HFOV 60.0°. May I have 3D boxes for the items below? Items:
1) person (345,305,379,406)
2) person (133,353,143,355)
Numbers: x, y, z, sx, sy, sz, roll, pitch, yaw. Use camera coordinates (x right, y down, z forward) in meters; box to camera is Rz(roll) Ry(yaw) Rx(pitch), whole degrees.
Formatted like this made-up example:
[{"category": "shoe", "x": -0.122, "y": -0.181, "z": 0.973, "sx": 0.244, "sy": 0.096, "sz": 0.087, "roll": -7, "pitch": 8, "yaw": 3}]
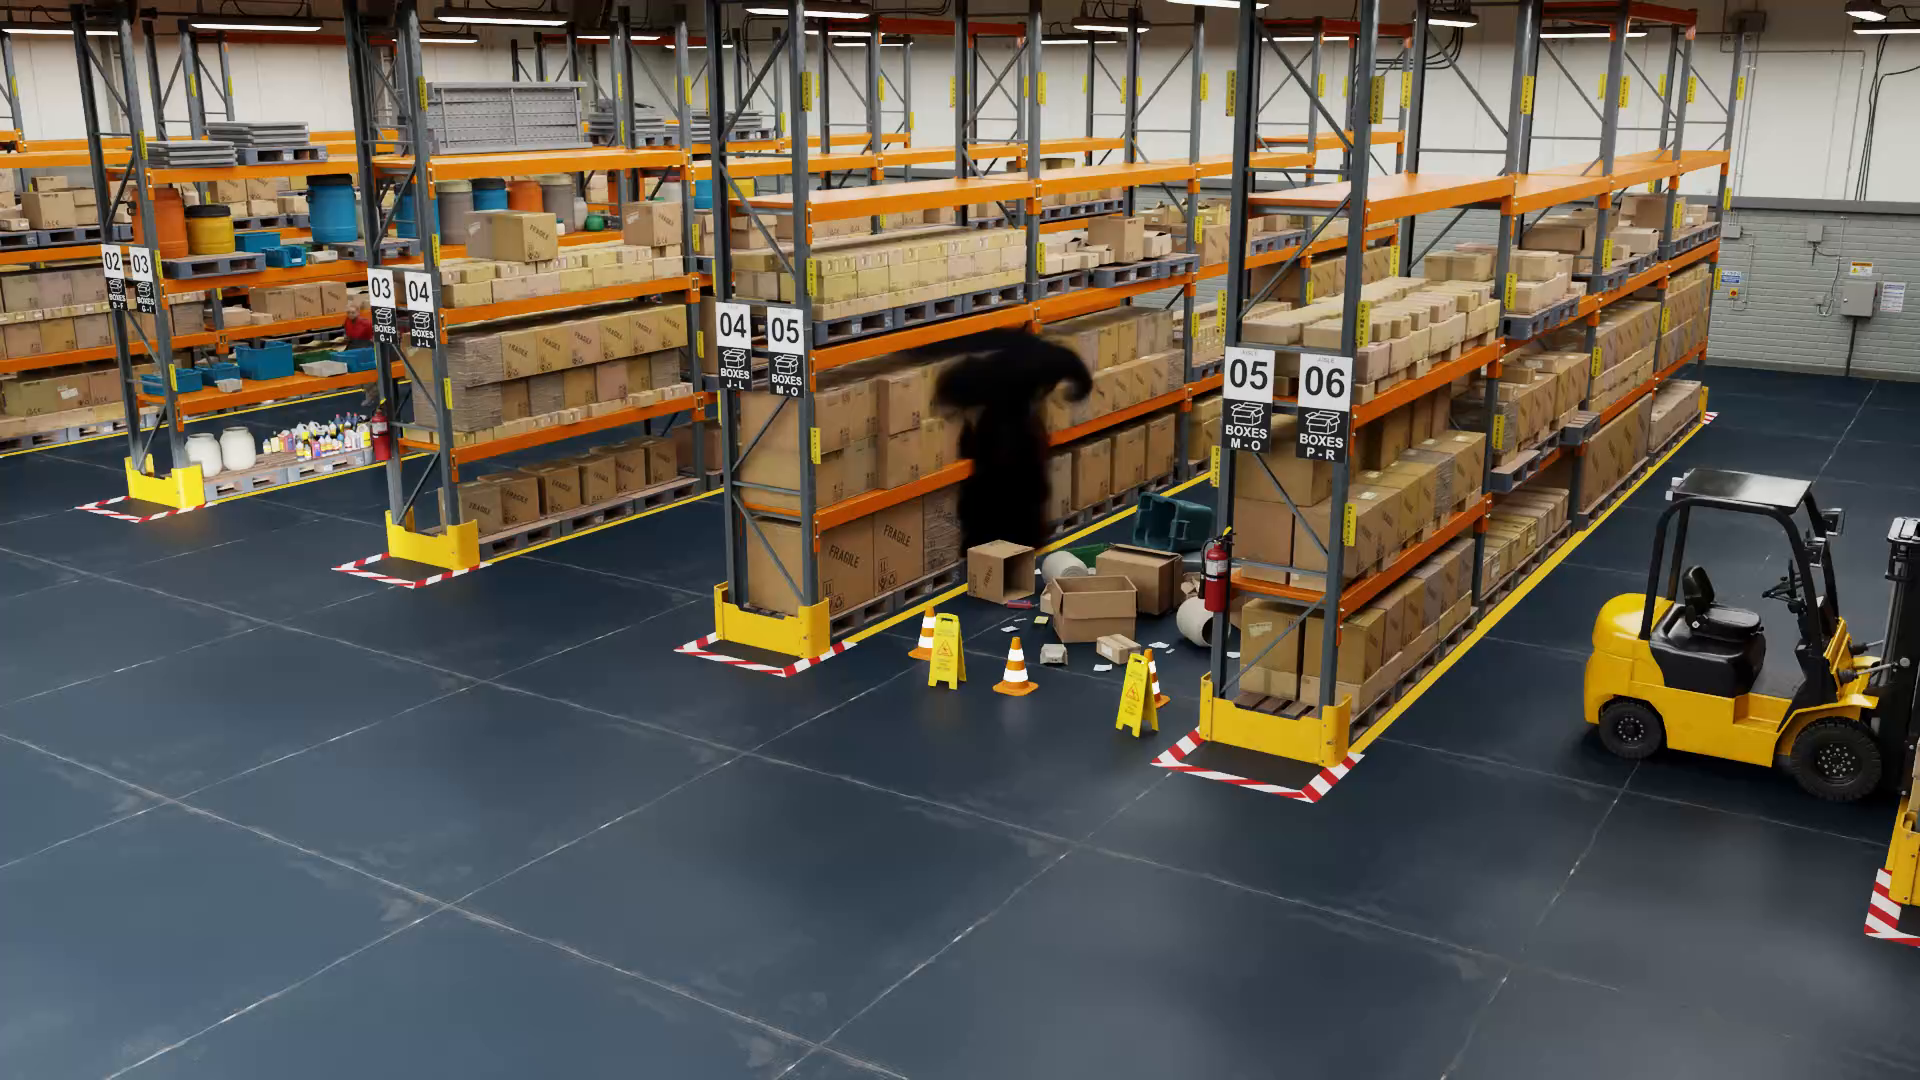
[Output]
[{"category": "person", "x": -9.659, "y": -2.962, "z": 26.972, "sx": 0.650, "sy": 1.563, "sz": 0.711, "roll": 4, "pitch": 16, "yaw": 14}, {"category": "person", "x": -13.573, "y": -3.117, "z": 27.331, "sx": 0.670, "sy": 1.679, "sz": 0.696, "roll": 6, "pitch": 17, "yaw": 20}]
